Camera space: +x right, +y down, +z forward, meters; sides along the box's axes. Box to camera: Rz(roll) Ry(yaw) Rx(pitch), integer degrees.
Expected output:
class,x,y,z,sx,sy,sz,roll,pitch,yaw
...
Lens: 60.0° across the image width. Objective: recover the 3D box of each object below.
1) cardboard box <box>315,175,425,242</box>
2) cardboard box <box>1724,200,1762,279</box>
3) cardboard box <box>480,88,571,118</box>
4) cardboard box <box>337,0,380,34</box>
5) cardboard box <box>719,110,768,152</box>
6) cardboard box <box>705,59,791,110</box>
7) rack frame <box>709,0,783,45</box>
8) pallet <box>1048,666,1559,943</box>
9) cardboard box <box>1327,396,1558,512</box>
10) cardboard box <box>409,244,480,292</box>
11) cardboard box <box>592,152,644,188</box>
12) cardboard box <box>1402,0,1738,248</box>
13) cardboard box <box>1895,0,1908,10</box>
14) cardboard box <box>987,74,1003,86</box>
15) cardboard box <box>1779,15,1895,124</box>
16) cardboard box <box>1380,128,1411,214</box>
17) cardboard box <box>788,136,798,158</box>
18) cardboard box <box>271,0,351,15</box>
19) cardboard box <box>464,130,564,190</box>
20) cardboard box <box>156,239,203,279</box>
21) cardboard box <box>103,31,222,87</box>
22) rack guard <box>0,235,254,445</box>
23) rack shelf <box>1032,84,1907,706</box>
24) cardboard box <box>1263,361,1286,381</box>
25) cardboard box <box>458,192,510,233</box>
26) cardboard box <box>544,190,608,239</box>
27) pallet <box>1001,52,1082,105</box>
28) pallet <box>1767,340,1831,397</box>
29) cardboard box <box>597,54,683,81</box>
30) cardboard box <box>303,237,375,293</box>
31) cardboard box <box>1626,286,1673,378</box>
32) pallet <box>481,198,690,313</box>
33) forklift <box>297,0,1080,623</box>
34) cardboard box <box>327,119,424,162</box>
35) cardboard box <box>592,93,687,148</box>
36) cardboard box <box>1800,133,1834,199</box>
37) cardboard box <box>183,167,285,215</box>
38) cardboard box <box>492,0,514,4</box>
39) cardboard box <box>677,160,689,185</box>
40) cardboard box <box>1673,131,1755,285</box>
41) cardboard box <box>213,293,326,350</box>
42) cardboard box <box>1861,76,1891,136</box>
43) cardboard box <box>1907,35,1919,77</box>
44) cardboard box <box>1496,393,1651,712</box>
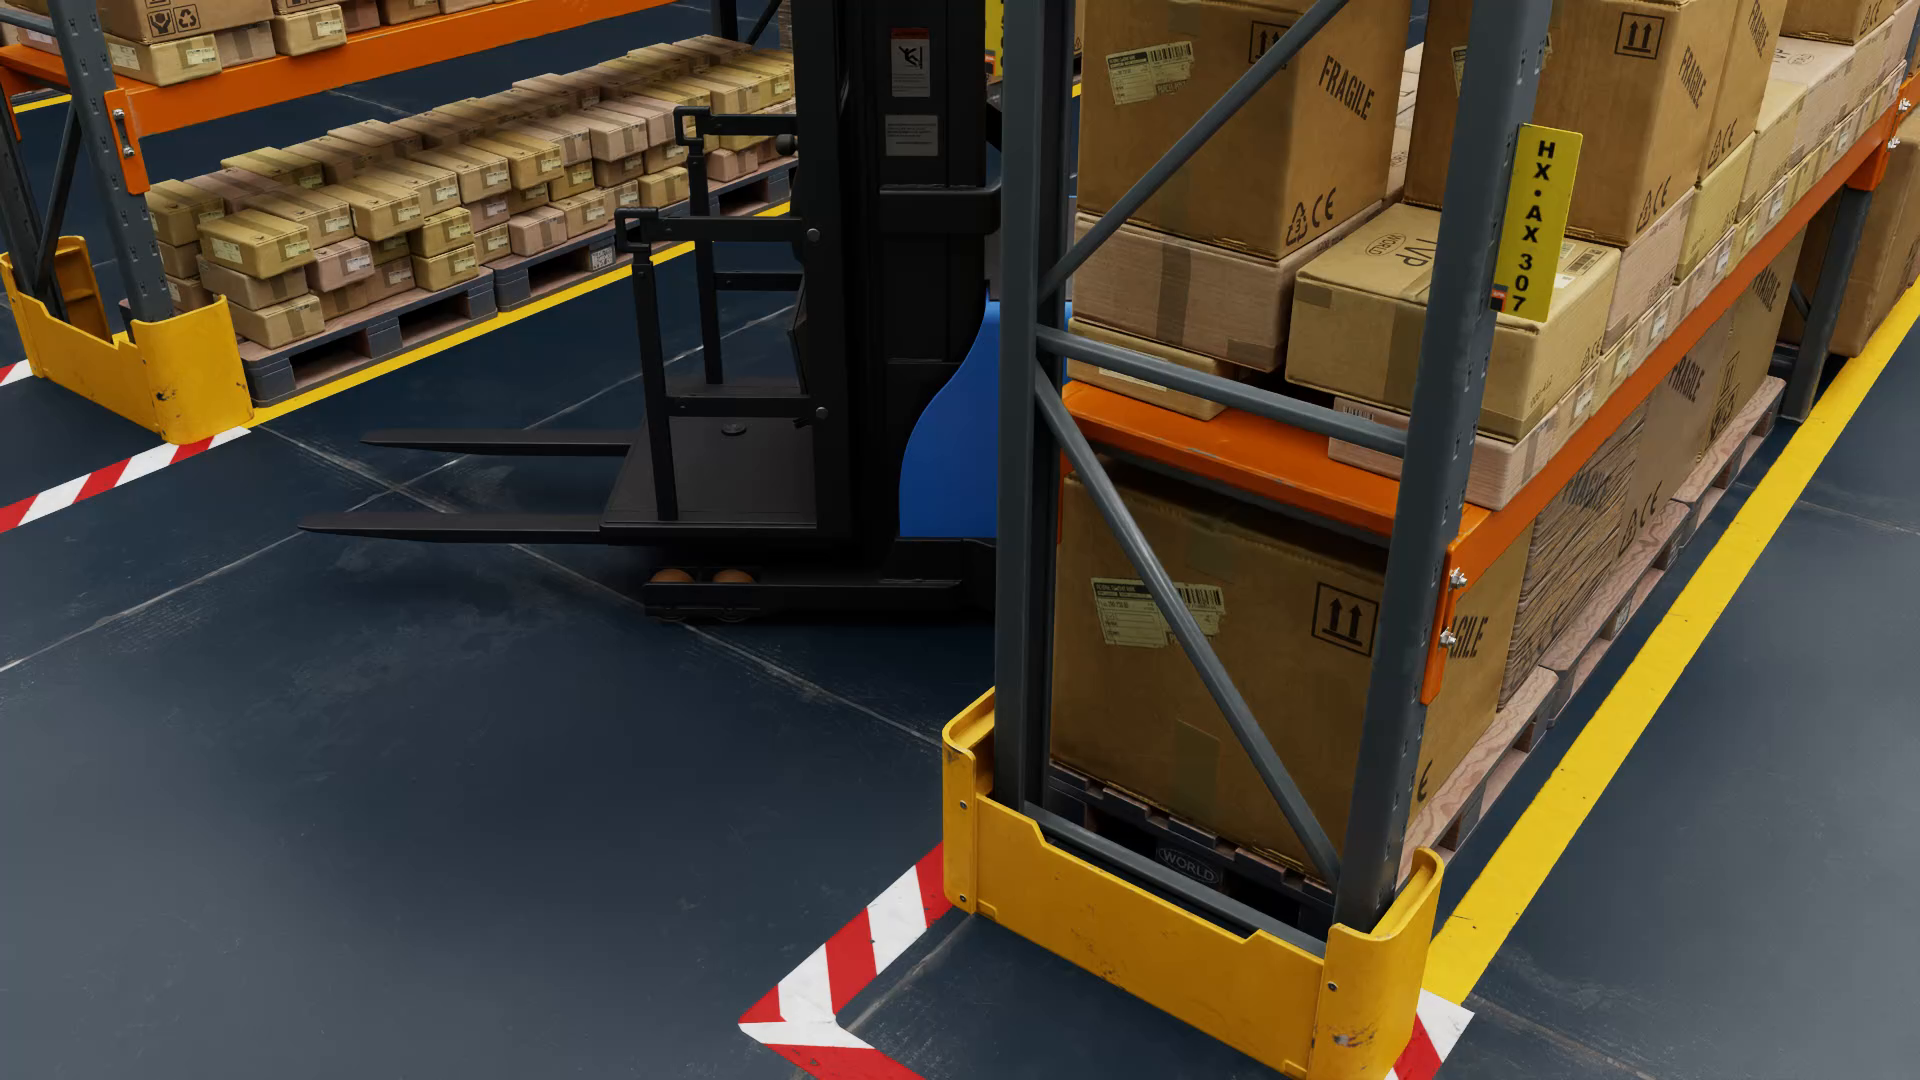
class,x,y,z,sx,sy,sz,roll,pitch,yaw
cardboard box,-2.466,-1.388,6.951,0.380,0.149,0.250,21,37,31
cardboard box,1.920,-0.850,4.489,0.380,0.149,0.250,20,36,30
cardboard box,-2.120,-2.078,8.115,0.380,0.149,0.250,19,36,29
cardboard box,-2.548,-2.137,6.660,0.380,0.149,0.250,23,38,33
cardboard box,-1.201,-2.111,8.463,0.380,0.149,0.250,20,36,30
cardboard box,-1.093,-2.352,8.578,0.380,0.149,0.250,22,37,32
rack frame,-0.963,-3.483,8.685,1.000,3.000,0.127,21,37,31
pallet,0.936,0.561,4.597,1.003,0.211,1.213,21,37,31
cardboard box,0.993,-0.224,3.433,0.380,0.149,0.250,22,37,32
cardboard box,-2.327,-1.231,7.269,0.380,0.149,0.250,22,37,32
cardboard box,-1.747,-1.827,7.984,0.380,0.149,0.250,19,36,29
cardboard box,1.322,-0.991,3.600,0.500,0.500,0.500,20,36,30
cardboard box,2.866,-2.032,5.357,0.500,0.500,0.500,22,37,33
cardboard box,0.012,-3.023,9.948,0.500,0.500,0.500,23,38,33
cardboard box,2.562,-1.508,5.207,0.500,0.250,0.500,22,37,33
cardboard box,0.903,-0.838,4.077,0.500,0.250,0.500,20,36,30
cardboard box,-0.928,-2.173,8.859,0.380,0.149,0.250,22,37,32
cardboard box,-2.584,-2.351,6.385,0.500,0.500,0.500,21,37,31
cardboard box,-2.012,-1.717,7.506,0.380,0.149,0.250,22,37,32
cardboard box,-3.287,-1.242,6.996,0.380,0.149,0.250,20,36,30
cardboard box,-2.921,-1.780,6.058,0.380,0.149,0.250,21,36,31
rack guard,-3.332,-0.813,6.631,1.175,0.500,0.348,21,37,31
rack shelf,1.723,-0.793,4.852,1.077,0.370,4.000,21,37,31
cardboard box,0.624,-0.534,3.955,0.380,0.149,0.250,22,37,32
cardboard box,-2.243,-1.502,7.435,0.380,0.149,0.250,19,36,29
cardboard box,-1.883,-1.559,7.823,0.380,0.149,0.250,21,37,31
pallet,0.242,-3.098,10.771,1.003,0.211,1.213,21,37,31
pallet,3.336,-1.053,7.319,1.003,0.211,1.213,21,37,31
cardboard box,-1.663,-2.405,8.667,0.380,0.149,0.250,21,36,31
cardboard box,-2.646,-1.167,6.870,0.380,0.149,0.250,21,37,31
cardboard box,1.458,-0.540,3.965,0.380,0.149,0.250,20,36,31
pallet,-2.076,-1.502,8.077,1.003,0.211,1.213,21,37,31
forklift,-0.630,-1.267,5.013,3.031,2.935,1.130,1,31,1
cardboard box,-2.683,-1.801,7.648,0.380,0.149,0.250,23,37,33
cardboard box,-1.546,-2.029,8.033,0.380,0.149,0.250,19,36,29
cardboard box,2.386,-1.164,5.019,0.380,0.149,0.250,22,37,32
cardboard box,-3.063,-1.445,7.047,0.380,0.149,0.250,22,37,32
cardboard box,-2.020,-2.430,7.154,0.380,0.149,0.250,23,37,33
cardboard box,-1.516,-1.896,8.392,0.380,0.149,0.250,20,36,30
cardboard box,1.635,-0.882,4.151,0.500,0.250,0.500,20,36,30
cardboard box,-2.806,-0.926,6.755,0.380,0.149,0.250,22,37,32
cardboard box,2.852,-1.478,5.548,0.380,0.149,0.250,22,37,32
cardboard box,3.407,-2.069,6.200,0.500,0.500,0.500,21,37,31
cardboard box,1.387,-0.211,4.836,0.875,0.875,0.875,21,37,31
